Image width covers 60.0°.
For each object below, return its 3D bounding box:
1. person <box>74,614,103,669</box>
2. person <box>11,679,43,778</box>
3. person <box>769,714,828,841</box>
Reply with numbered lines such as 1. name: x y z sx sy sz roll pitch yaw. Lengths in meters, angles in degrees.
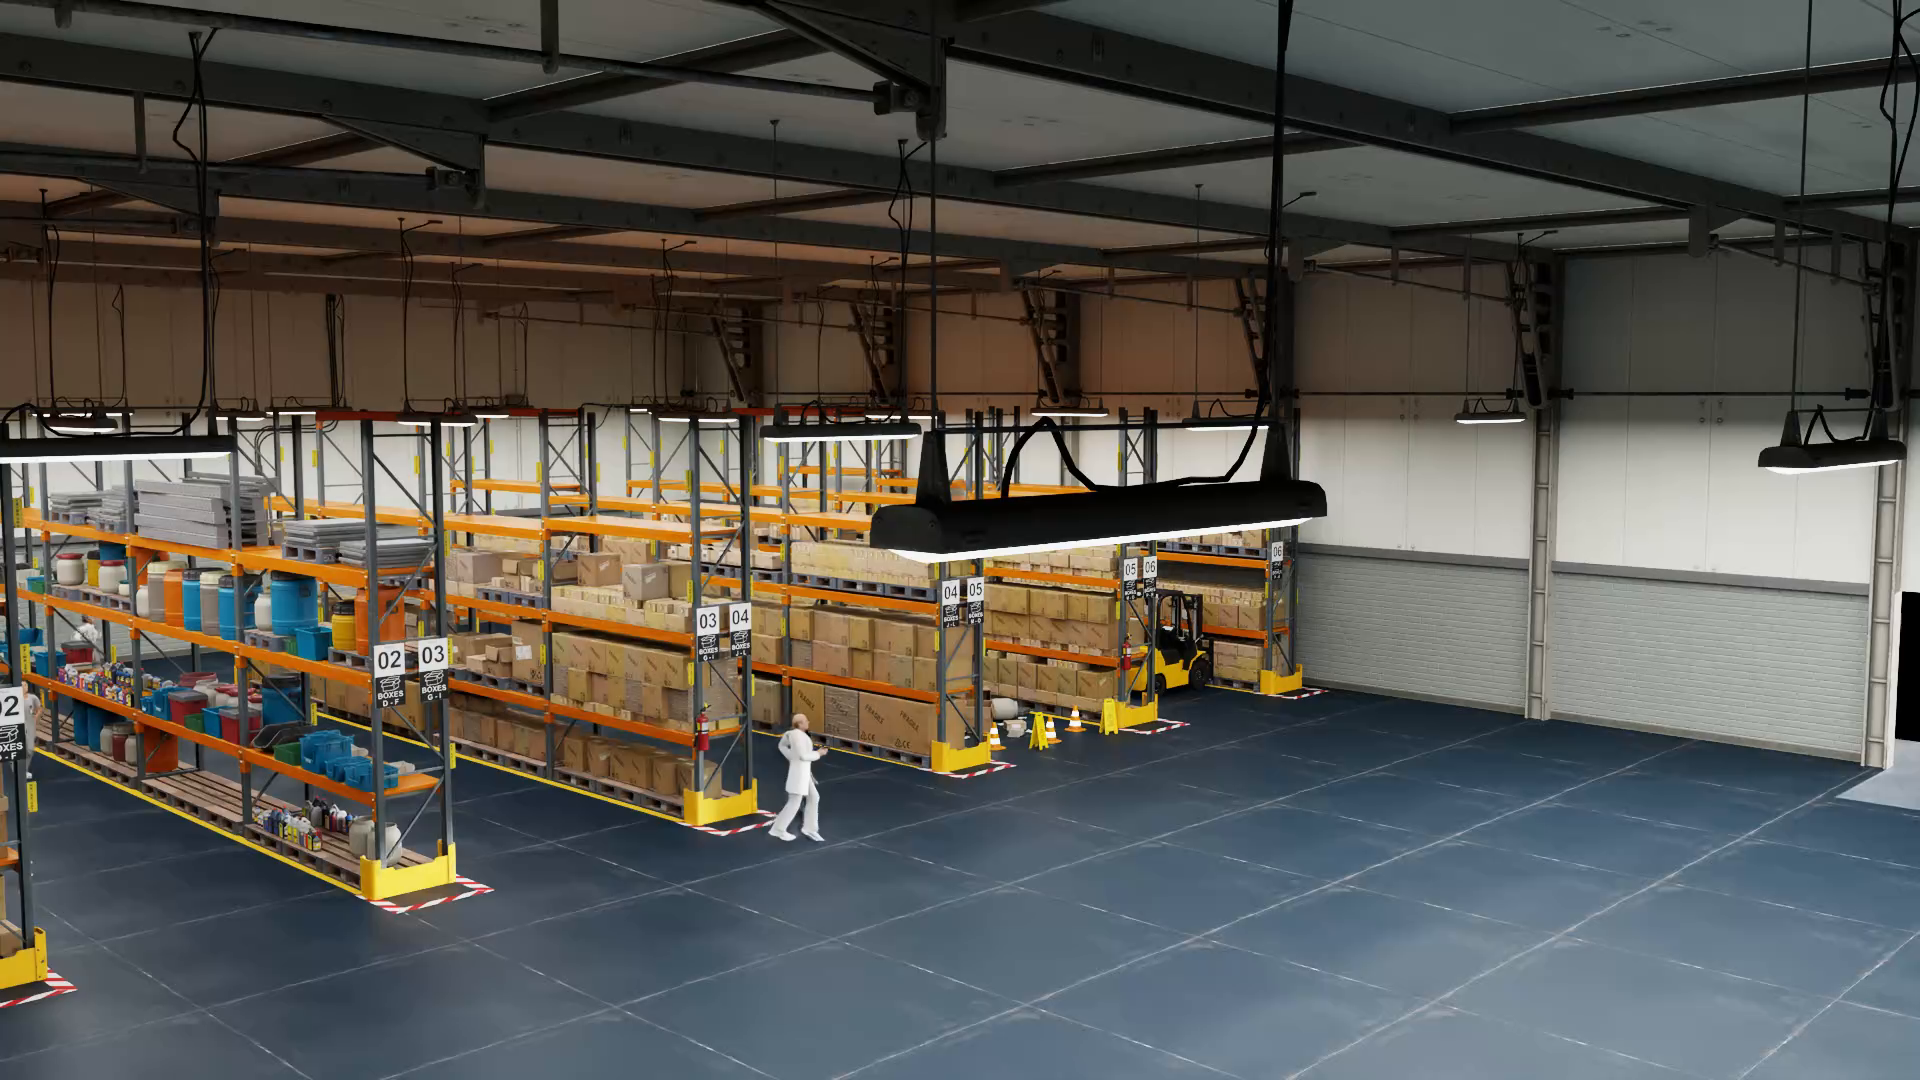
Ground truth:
1. person: -18.521 2.373 35.288 0.756 1.754 0.584 -3 6 -28
2. person: -15.344 3.099 27.267 0.609 1.637 0.527 -5 7 -44
3. person: -2.291 3.379 23.485 0.846 1.853 0.708 -1 5 -10
